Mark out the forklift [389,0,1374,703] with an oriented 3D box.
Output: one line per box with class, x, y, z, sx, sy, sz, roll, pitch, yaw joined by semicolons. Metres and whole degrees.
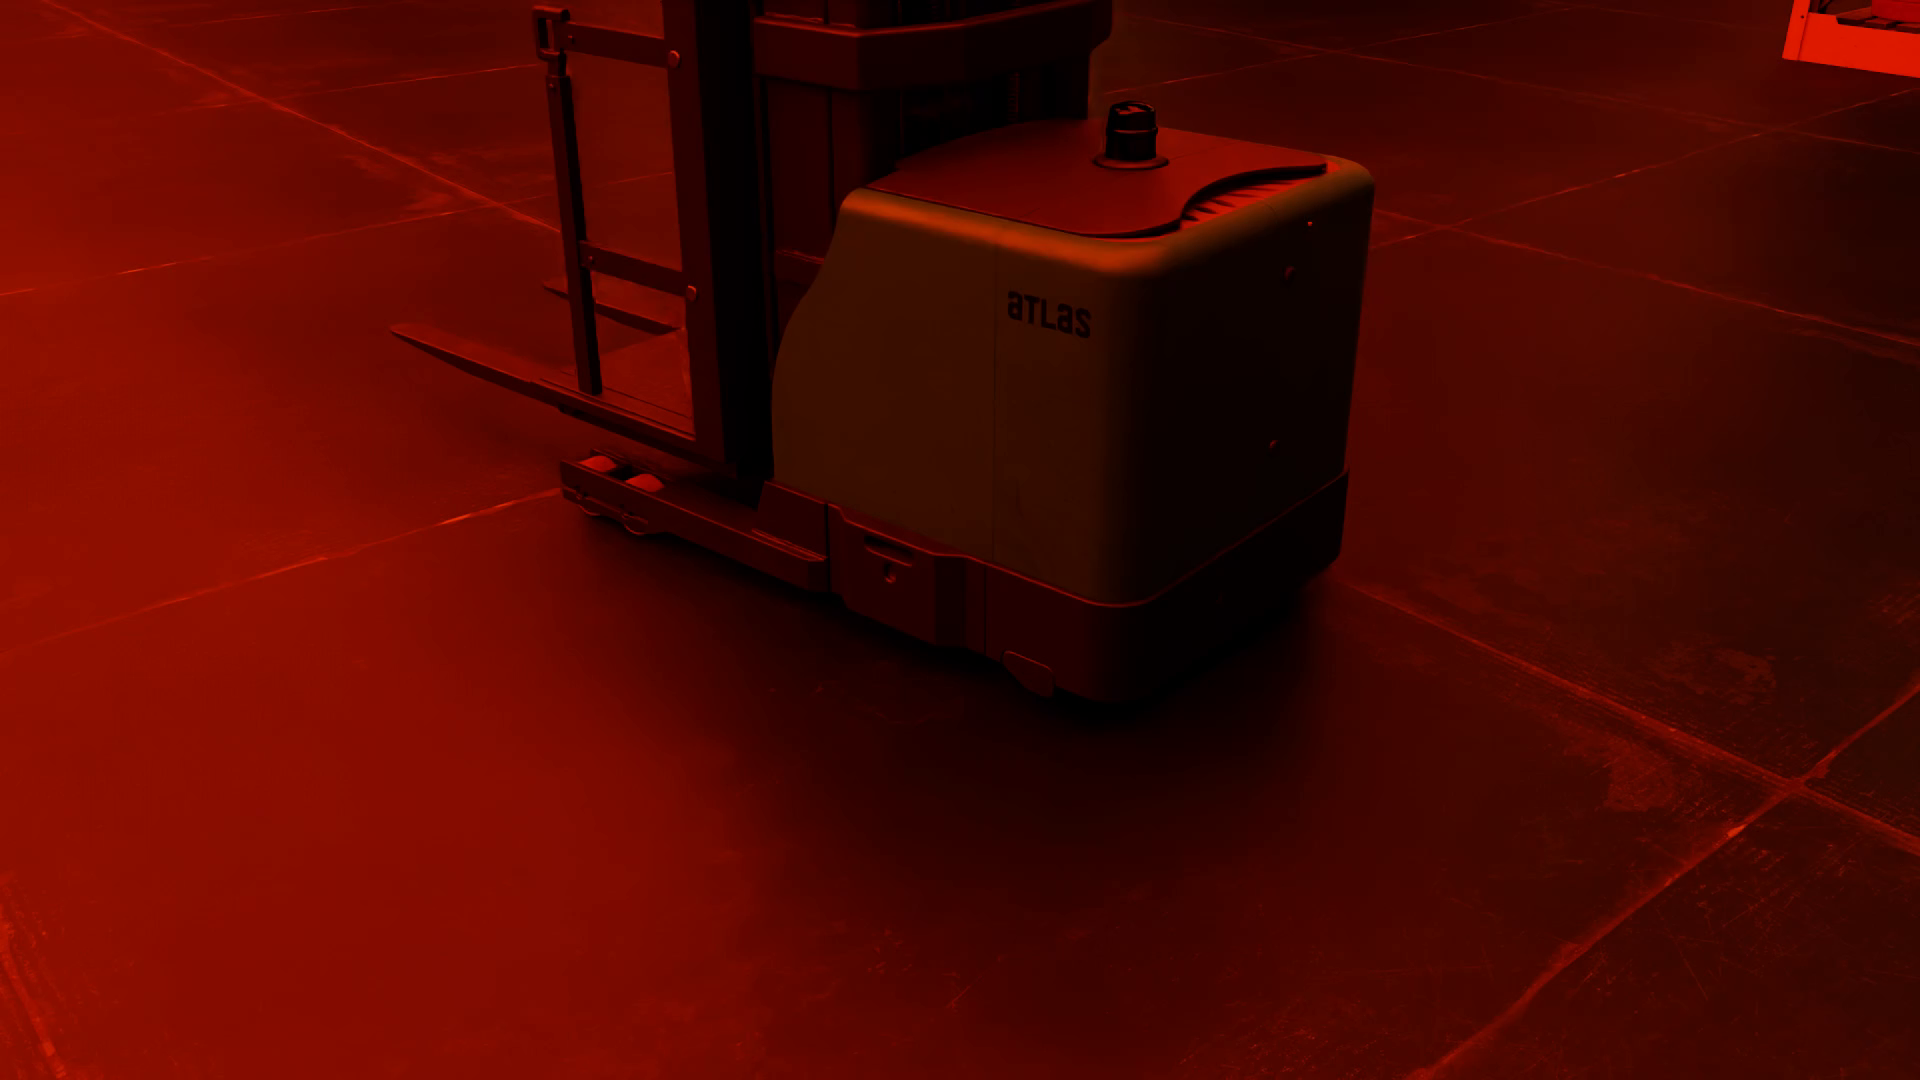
forklift;-0.478;-1.484;4.195;3.031;2.935;1.130;20;33;35
